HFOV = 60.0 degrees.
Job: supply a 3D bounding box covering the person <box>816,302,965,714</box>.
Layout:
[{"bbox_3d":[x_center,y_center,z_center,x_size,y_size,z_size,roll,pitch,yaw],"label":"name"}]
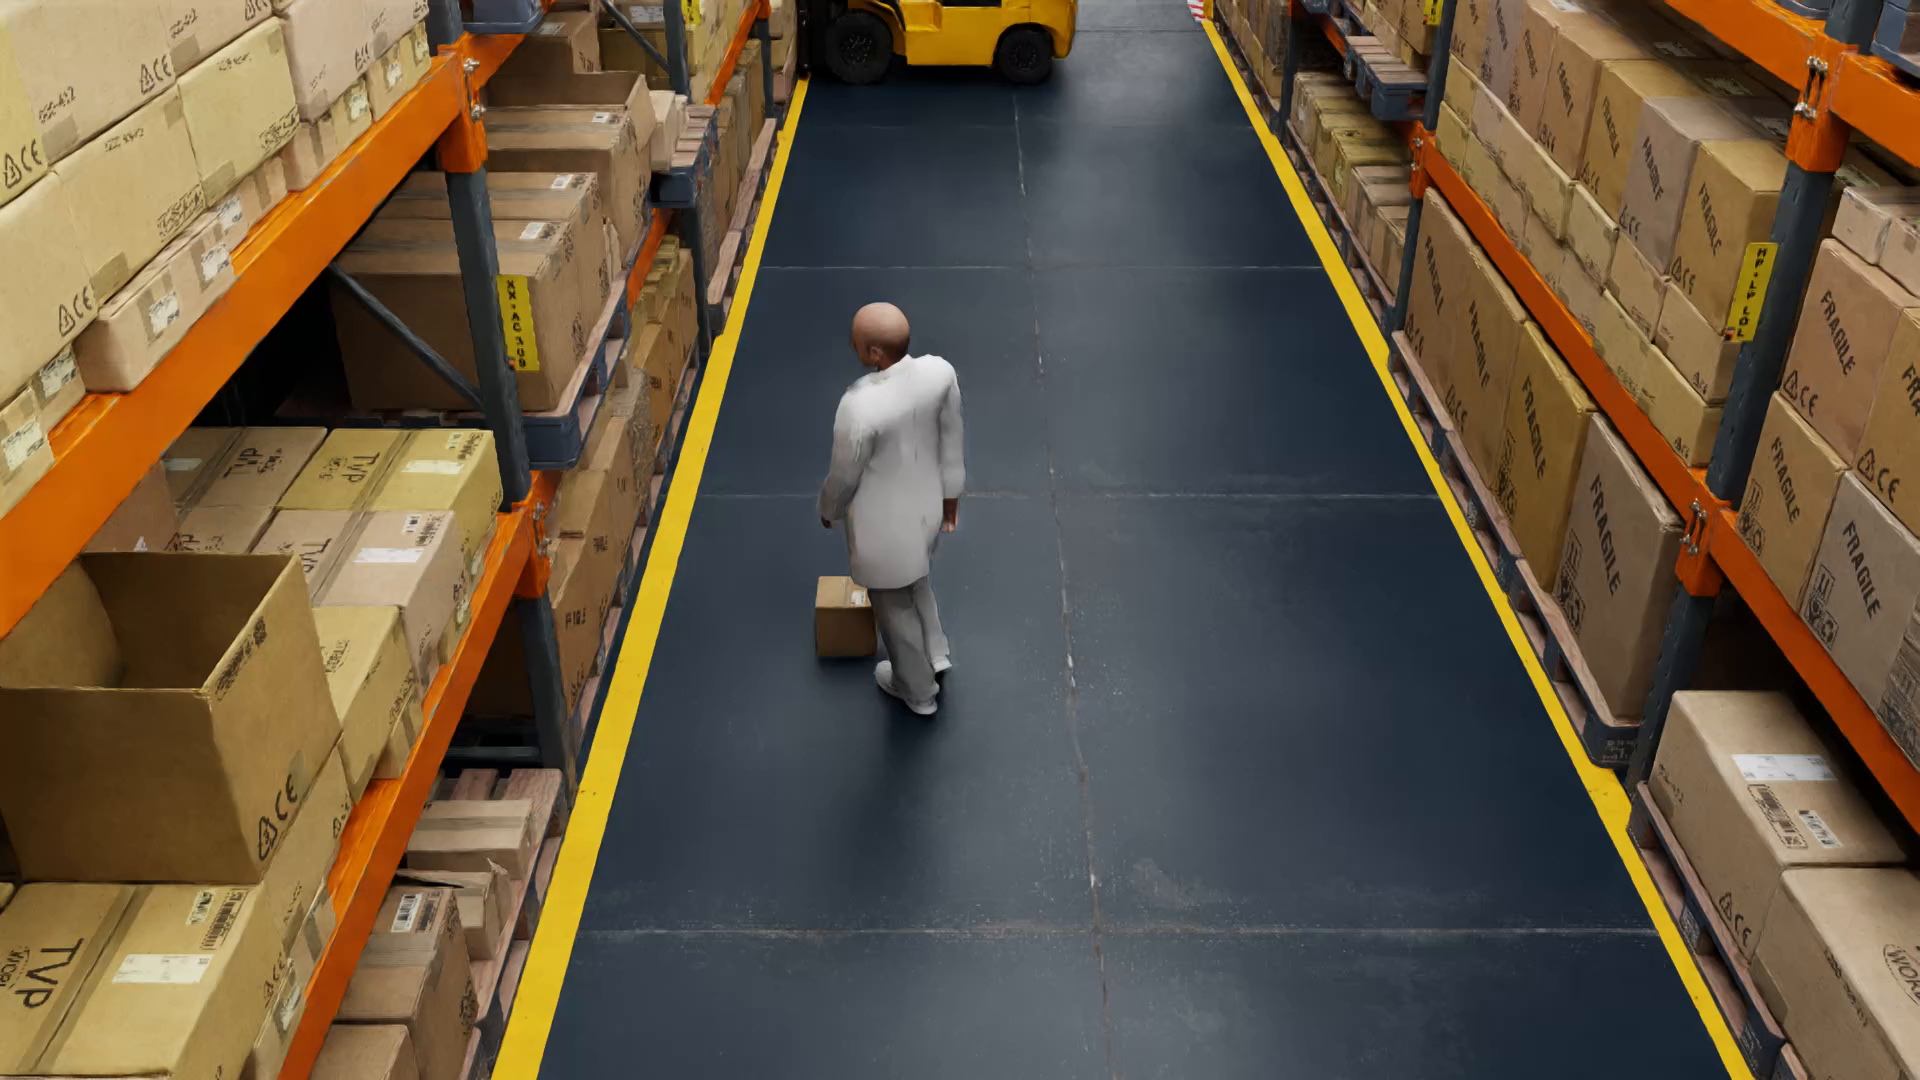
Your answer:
[{"bbox_3d":[-0.268,-0.100,6.345,0.448,1.842,0.670,25,39,35],"label":"person"}]
